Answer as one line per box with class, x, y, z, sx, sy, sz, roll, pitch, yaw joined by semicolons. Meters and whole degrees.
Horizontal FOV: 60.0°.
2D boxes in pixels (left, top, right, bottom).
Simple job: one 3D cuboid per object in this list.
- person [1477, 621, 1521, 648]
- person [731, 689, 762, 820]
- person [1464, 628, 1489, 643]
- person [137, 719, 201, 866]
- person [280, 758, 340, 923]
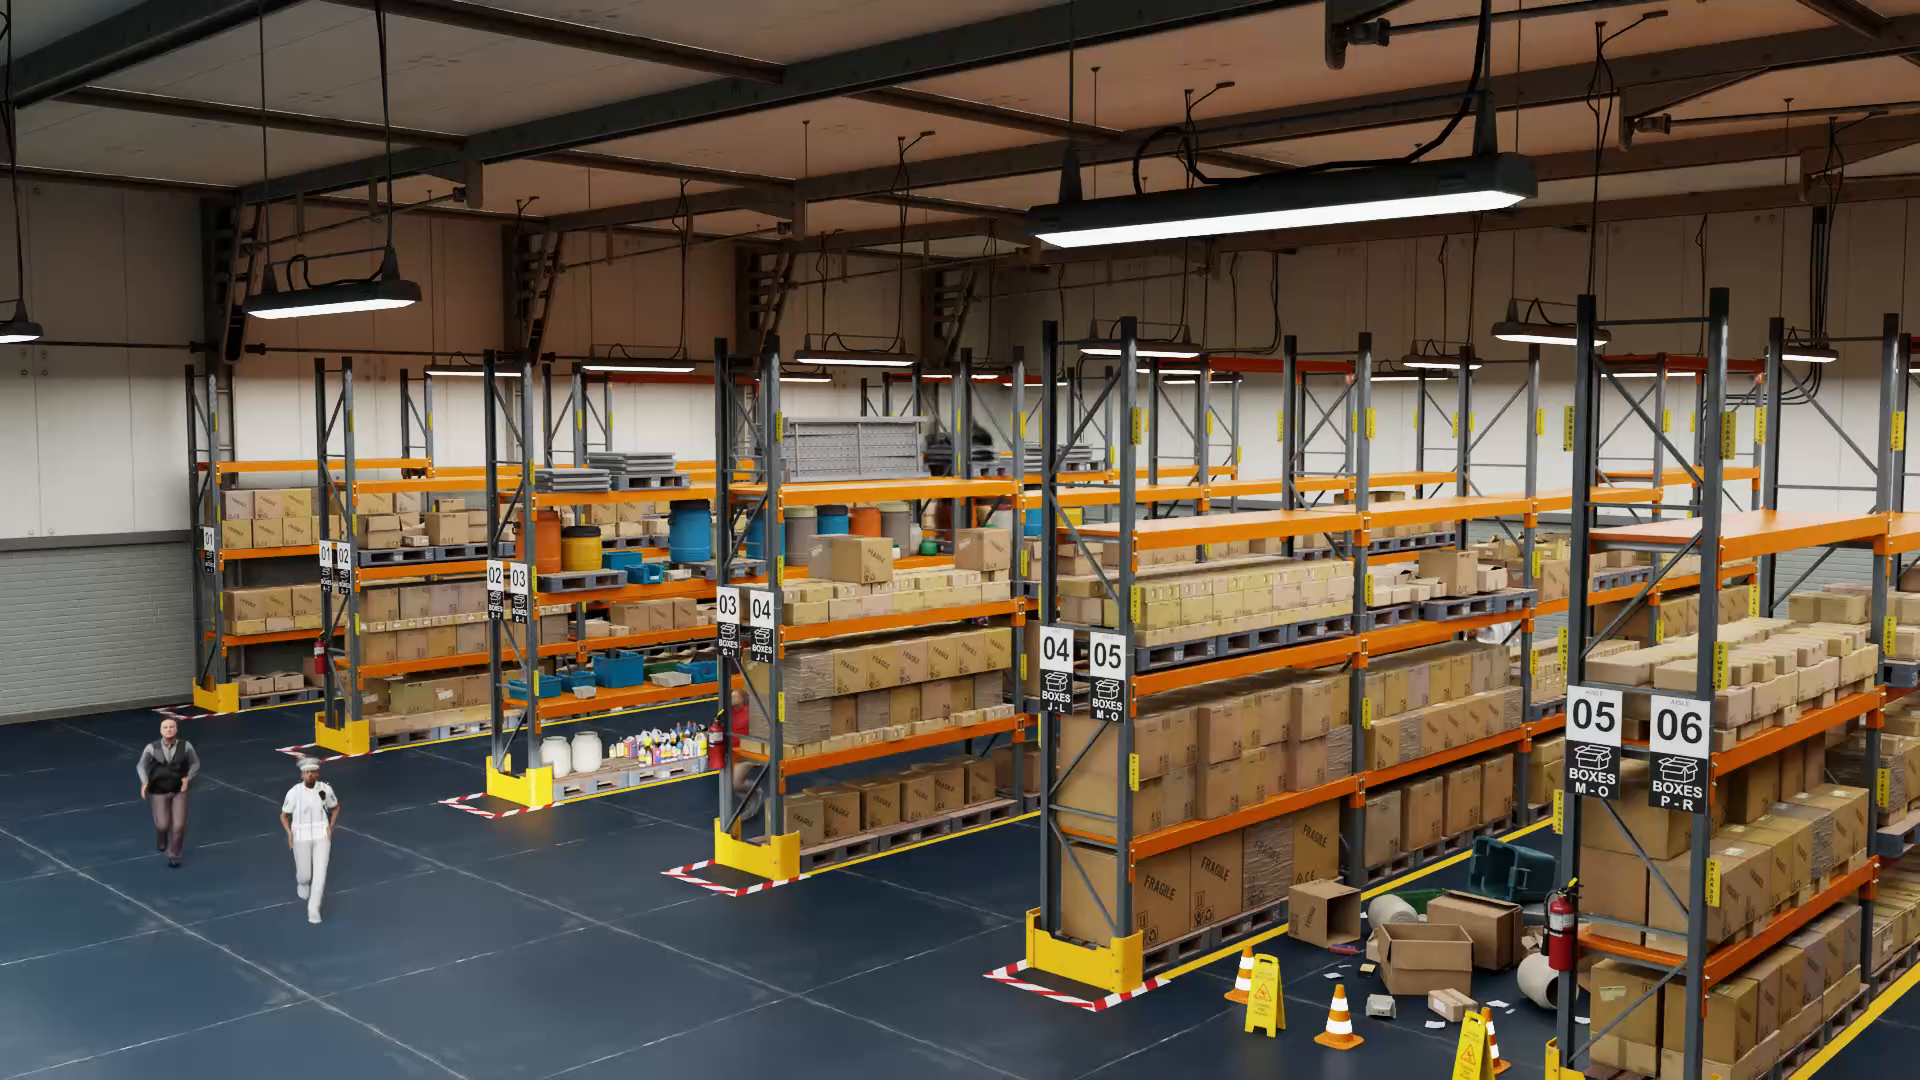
person;9.855;1.996;30.220;0.741;1.759;0.614;-2;5;-21
person;-2.765;2.721;20.977;0.688;1.688;0.718;4;6;39
person;8.435;2.215;27.398;0.737;1.737;0.609;3;5;31
person;-9.024;2.881;18.997;0.662;1.676;0.581;-2;5;-26
person;-6.647;3.039;17.046;0.575;1.665;0.611;-2;5;-26
